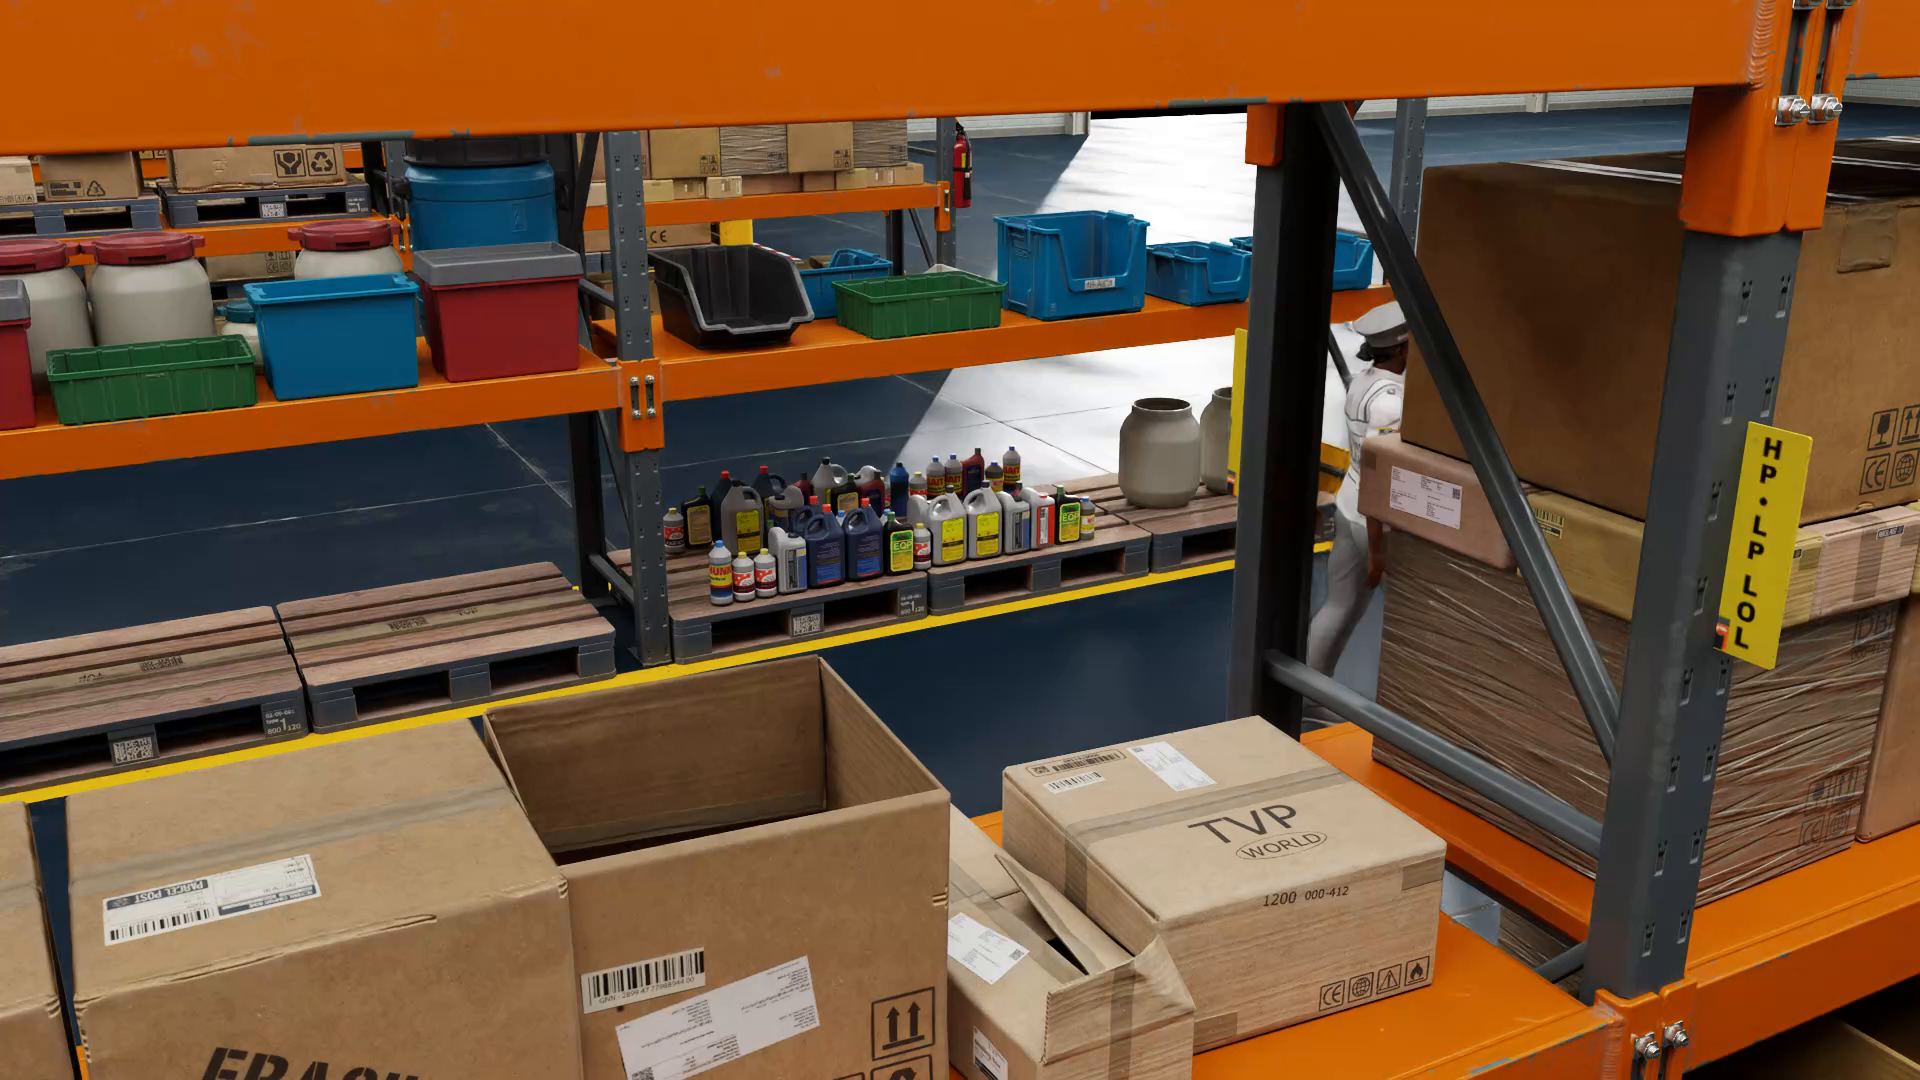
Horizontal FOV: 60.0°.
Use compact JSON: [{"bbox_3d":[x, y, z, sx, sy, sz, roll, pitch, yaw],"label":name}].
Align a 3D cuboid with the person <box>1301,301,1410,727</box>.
[{"bbox_3d":[1.642,-0.051,6.186,0.772,1.714,0.486,-1,19,-3],"label":"person"}]
